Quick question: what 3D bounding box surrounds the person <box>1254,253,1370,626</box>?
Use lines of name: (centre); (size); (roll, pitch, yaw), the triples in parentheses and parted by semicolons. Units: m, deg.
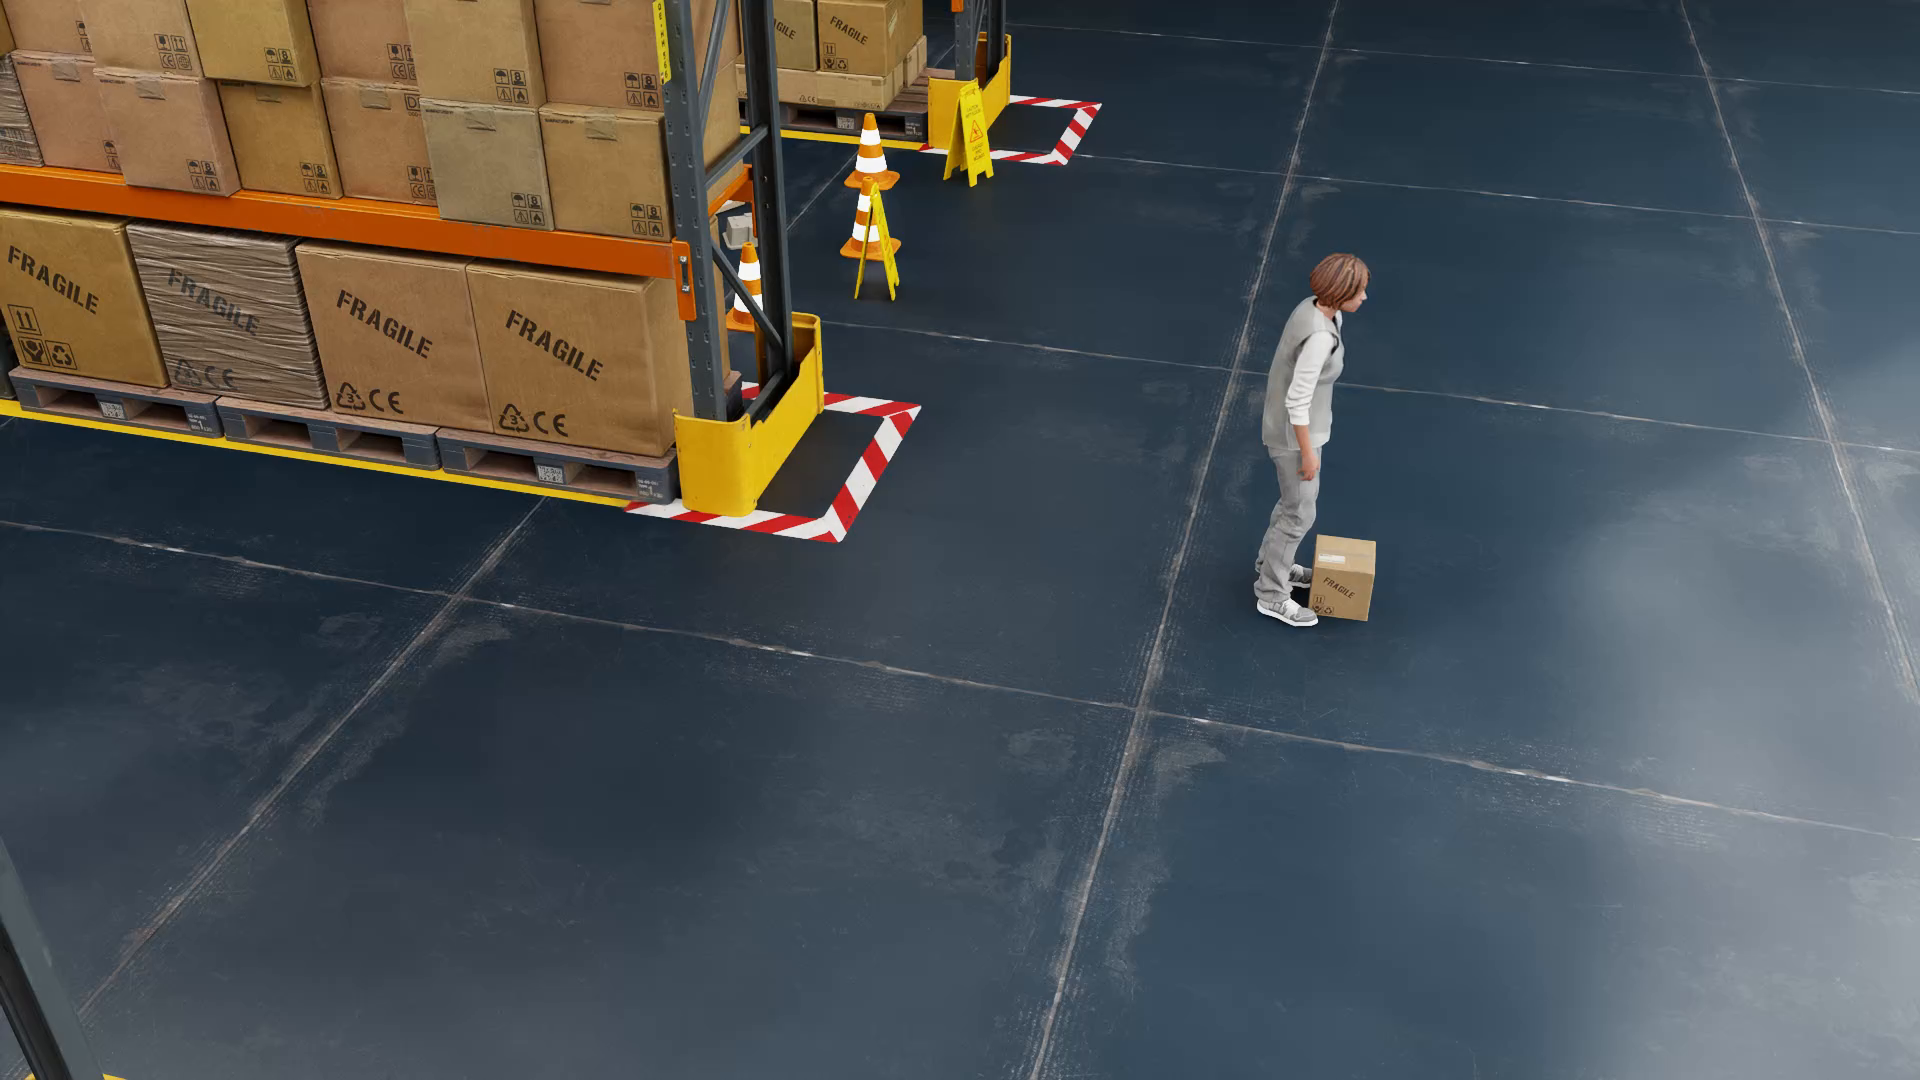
person: (1.405, -0.427, 6.800); (0.344, 1.594, 0.462); (8, 34, 12)
